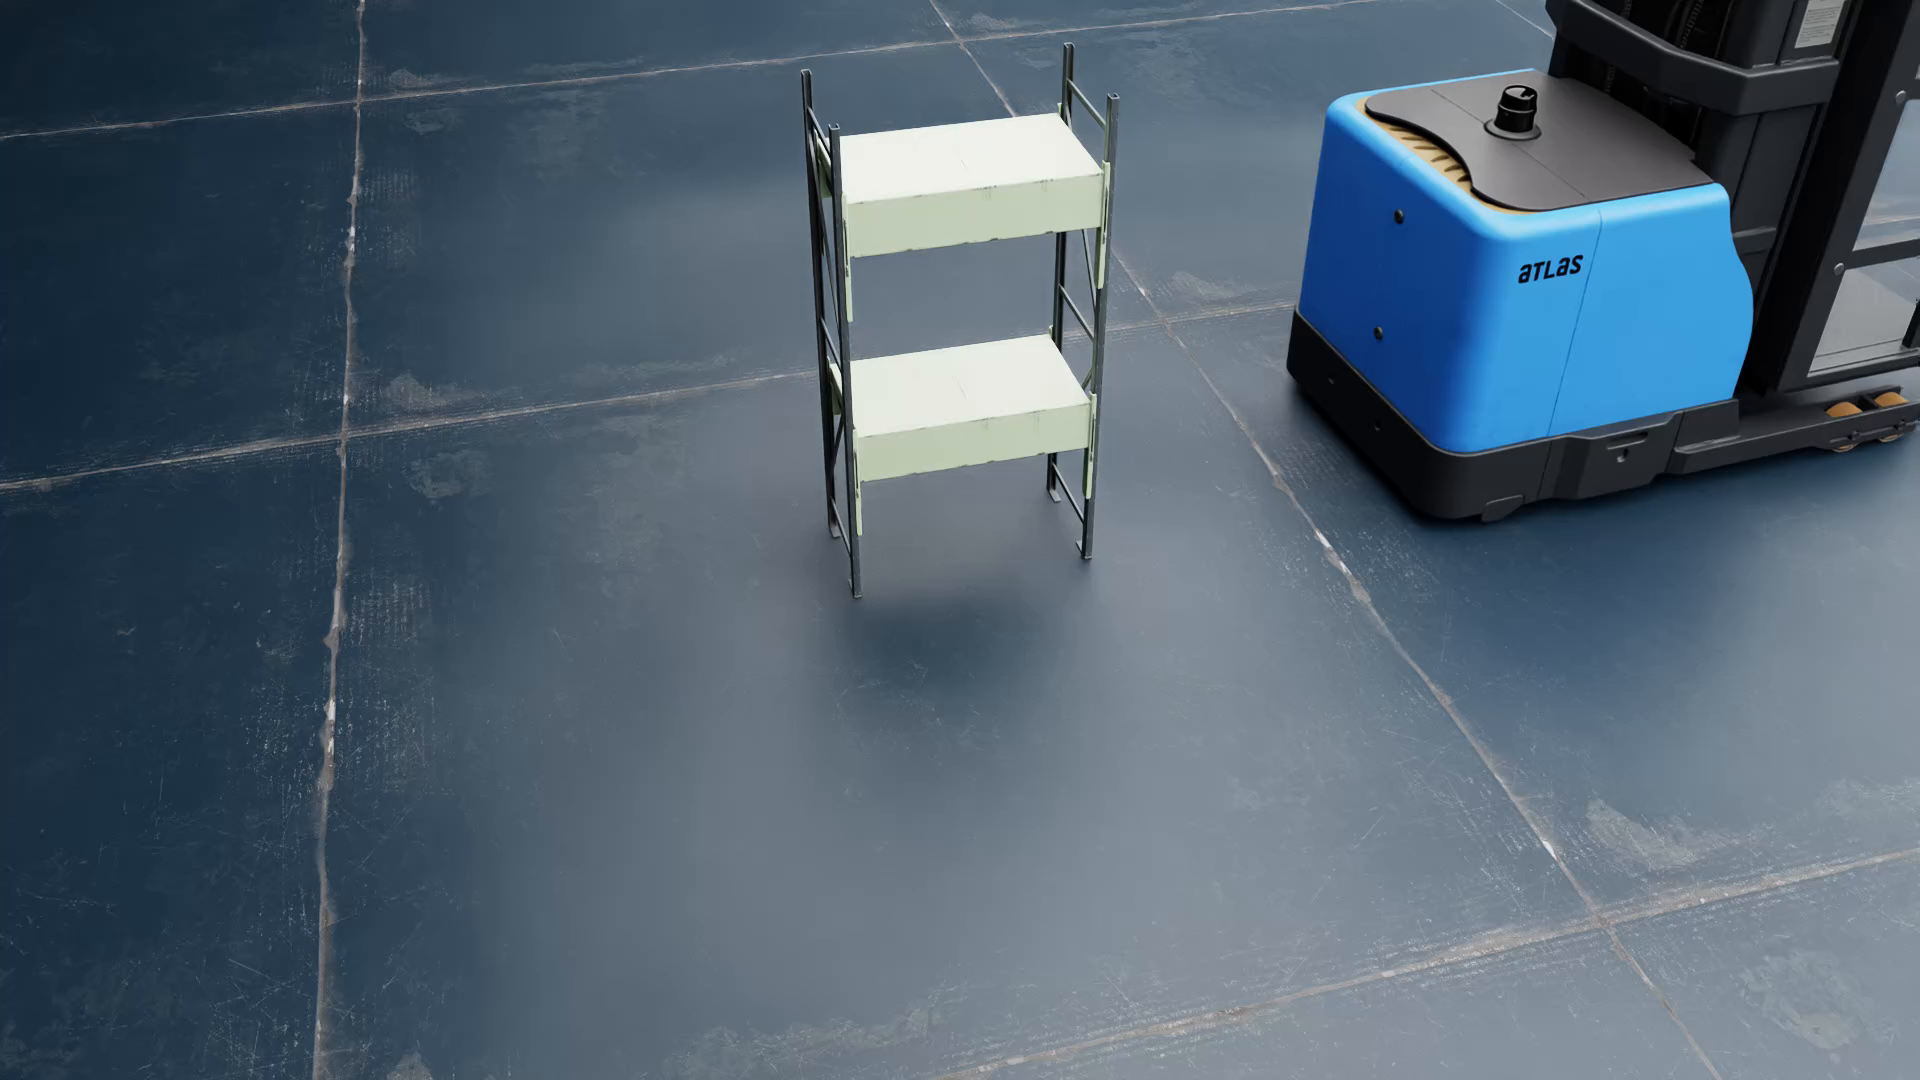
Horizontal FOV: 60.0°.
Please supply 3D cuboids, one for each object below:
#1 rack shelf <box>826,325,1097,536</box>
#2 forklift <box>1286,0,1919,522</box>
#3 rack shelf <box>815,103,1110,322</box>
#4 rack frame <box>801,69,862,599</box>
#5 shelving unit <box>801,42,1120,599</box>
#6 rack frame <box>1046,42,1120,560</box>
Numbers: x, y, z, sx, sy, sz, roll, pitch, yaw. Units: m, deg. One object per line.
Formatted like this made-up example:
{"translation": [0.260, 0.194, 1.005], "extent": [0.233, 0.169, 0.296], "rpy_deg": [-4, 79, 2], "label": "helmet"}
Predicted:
{"translation": [-0.006, -0.336, 4.991], "extent": [0.720, 0.370, 0.431], "rpy_deg": [-9, 38, -12], "label": "rack shelf"}
{"translation": [2.739, -1.754, 5.130], "extent": [3.031, 2.935, 1.130], "rpy_deg": [-12, 39, -15], "label": "forklift"}
{"translation": [-0.006, -0.905, 4.556], "extent": [0.720, 0.370, 0.431], "rpy_deg": [-9, 38, -12], "label": "rack shelf"}
{"translation": [-0.360, -0.537, 4.717], "extent": [0.023, 1.500, 0.400], "rpy_deg": [-9, 38, -12], "label": "rack frame"}
{"translation": [-0.006, -0.595, 4.793], "extent": [0.755, 1.500, 0.431], "rpy_deg": [-9, 38, -12], "label": "shelving unit"}
{"translation": [0.347, -0.653, 4.869], "extent": [0.023, 1.500, 0.400], "rpy_deg": [-9, 38, -12], "label": "rack frame"}
